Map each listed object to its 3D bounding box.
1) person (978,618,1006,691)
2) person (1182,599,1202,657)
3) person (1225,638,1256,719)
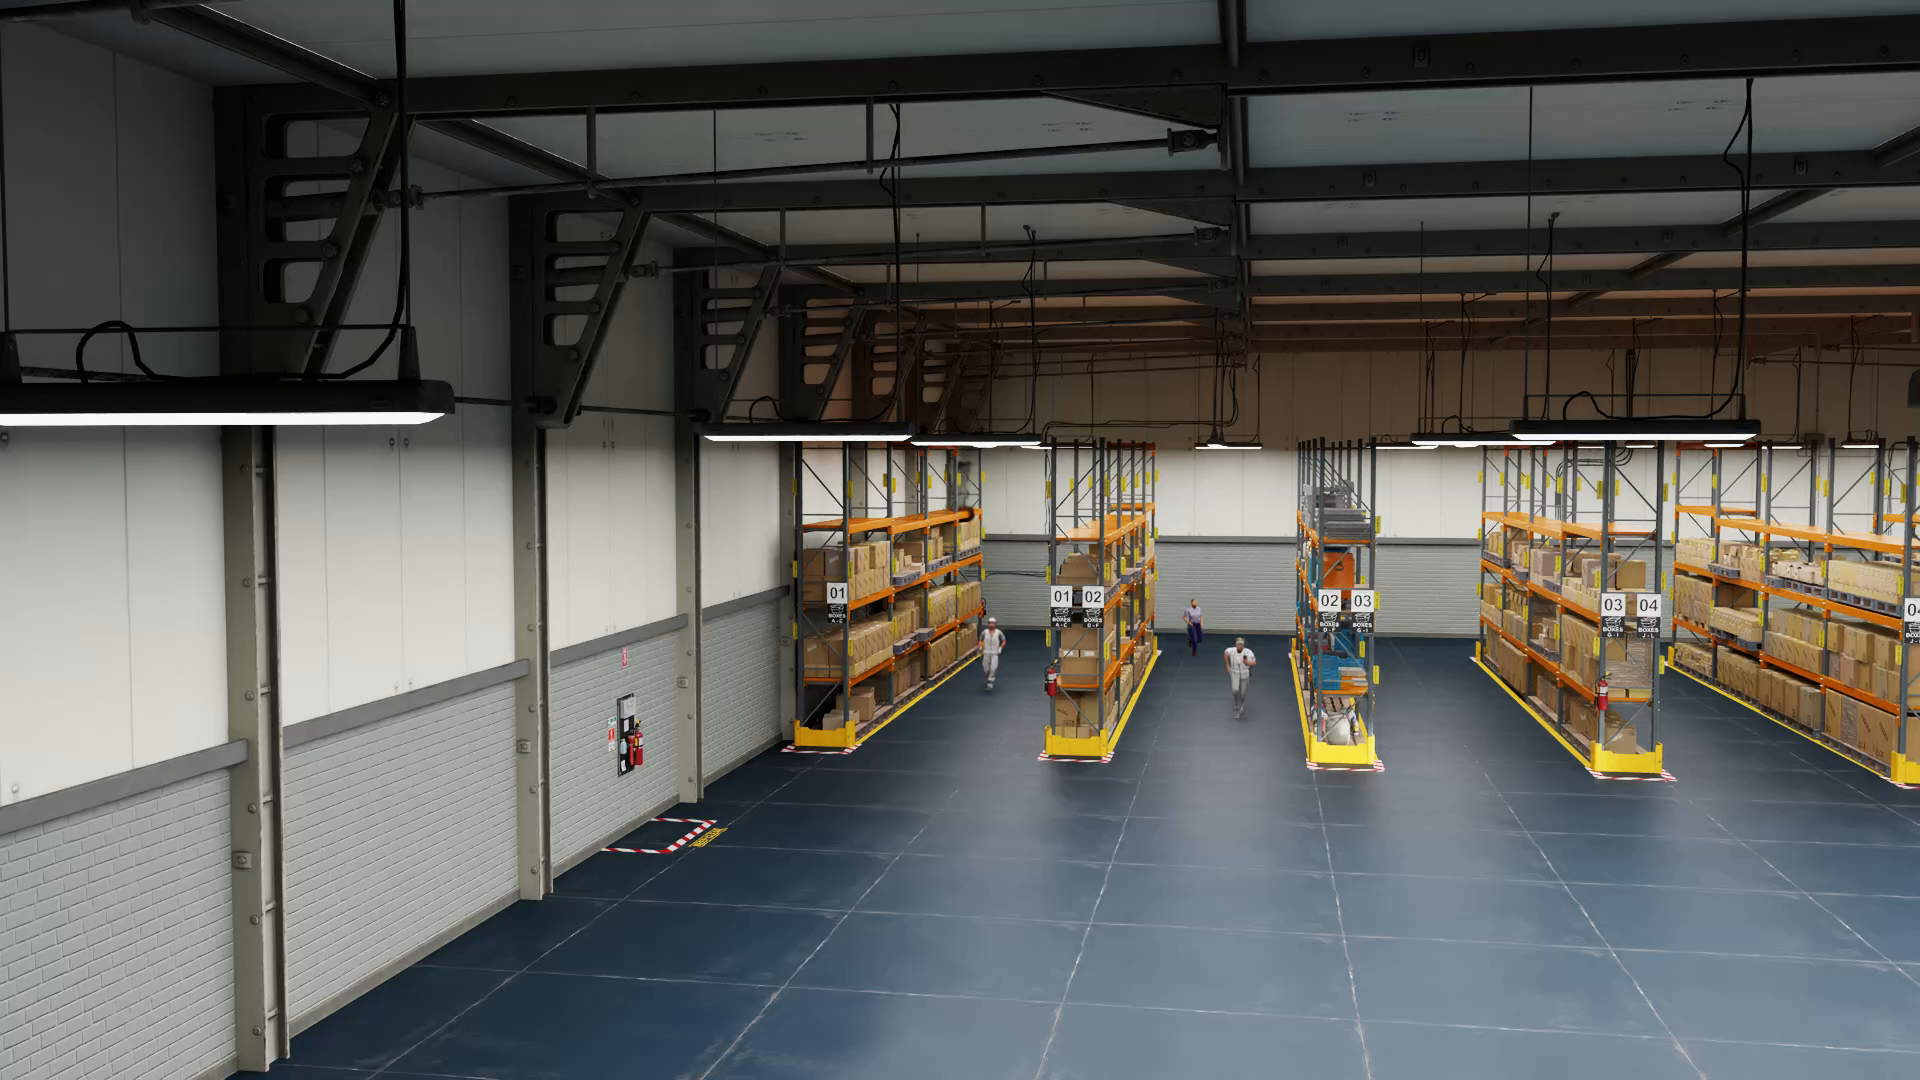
[{"bbox_3d":[0.773,2.742,40.075,0.670,1.740,0.637,0,3,7],"label":"person"},{"bbox_3d":[6.572,2.465,46.874,0.625,1.613,0.629,-1,3,-25],"label":"person"},{"bbox_3d":[6.050,2.968,35.926,0.650,1.782,0.937,0,3,6],"label":"person"}]
